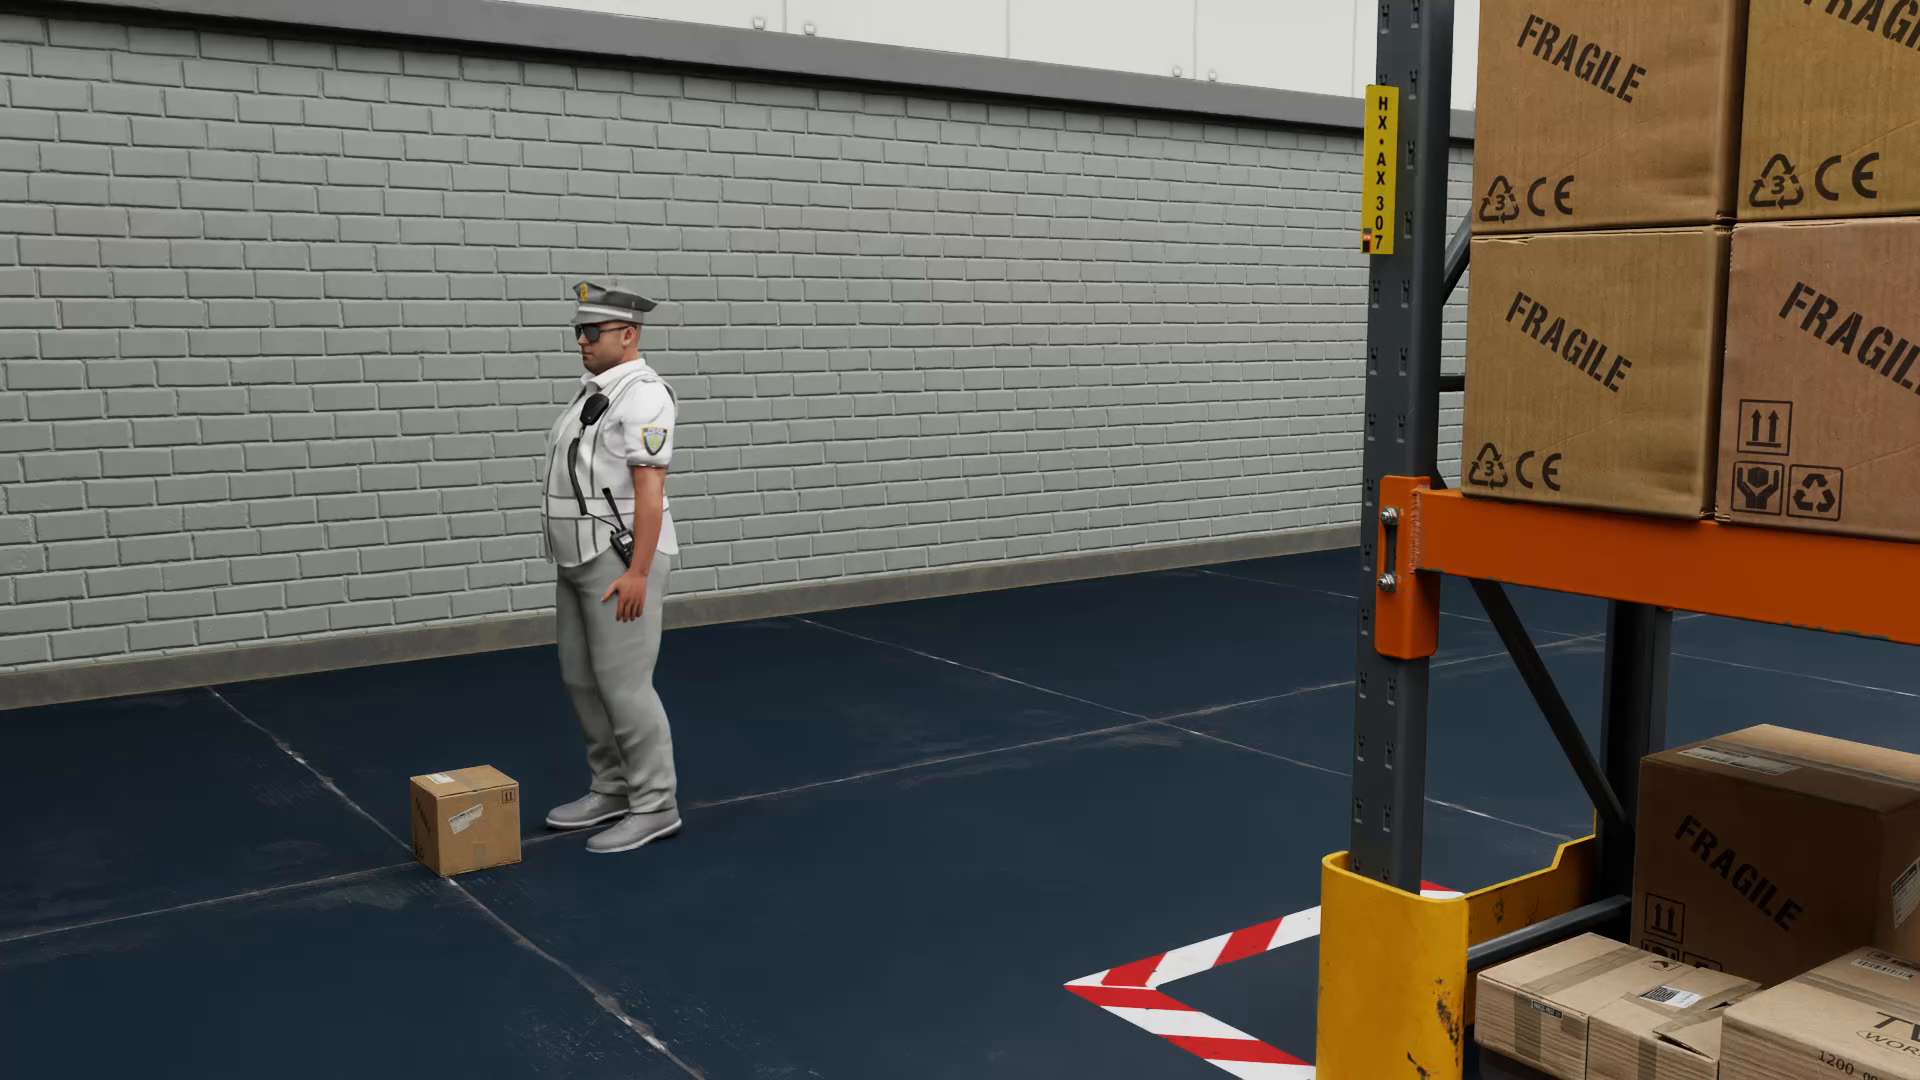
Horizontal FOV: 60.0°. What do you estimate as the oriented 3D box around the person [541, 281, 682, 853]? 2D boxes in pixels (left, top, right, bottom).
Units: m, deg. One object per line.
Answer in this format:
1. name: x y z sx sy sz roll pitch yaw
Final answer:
1. person: -1.105 0.079 5.240 0.392 1.769 0.527 -5 9 -34
